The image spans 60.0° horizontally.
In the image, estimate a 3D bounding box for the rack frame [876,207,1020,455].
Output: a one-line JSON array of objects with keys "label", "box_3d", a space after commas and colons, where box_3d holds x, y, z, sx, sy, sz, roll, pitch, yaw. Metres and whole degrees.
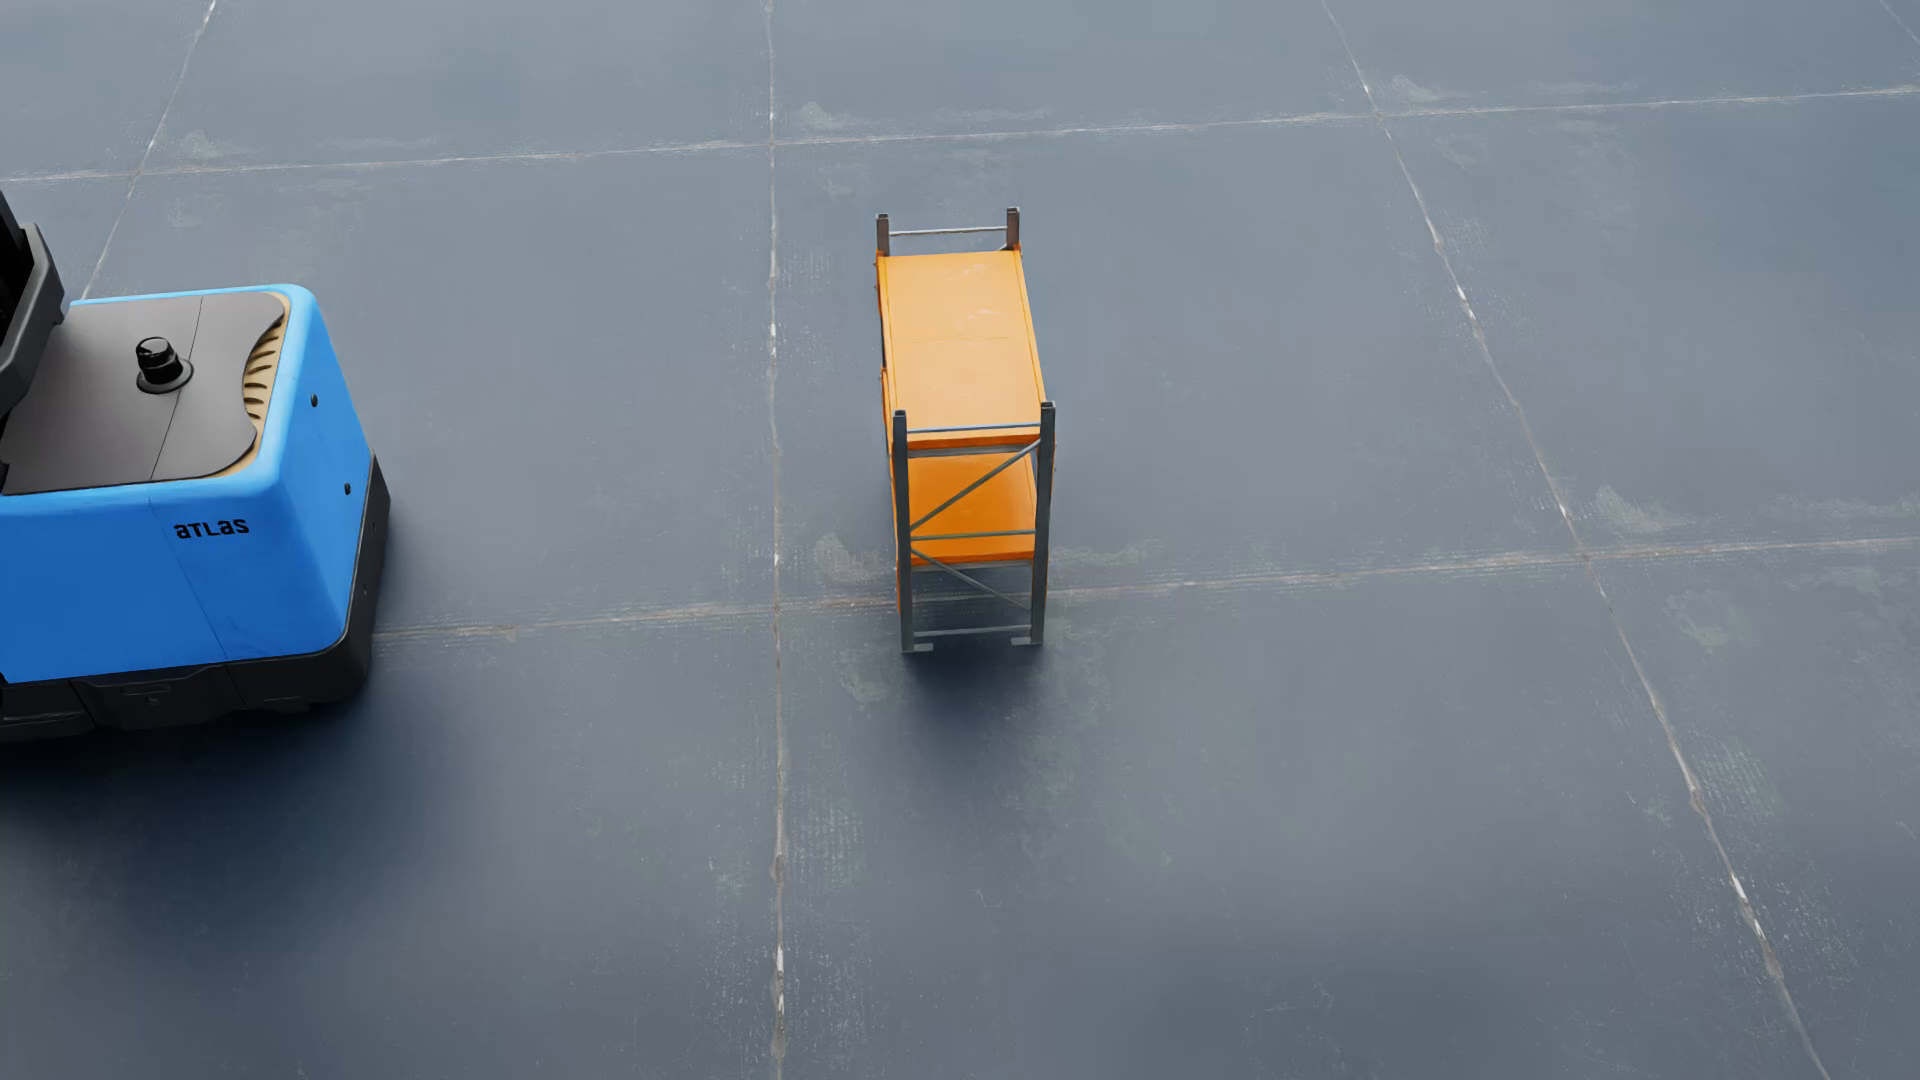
[{"label": "rack frame", "box_3d": [-0.042, -0.750, 6.185, 0.500, 1.125, 0.032, -3, 47, -3]}]

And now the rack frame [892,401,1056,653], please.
[{"label": "rack frame", "box_3d": [0.043, -0.014, 5.489, 0.500, 1.125, 0.032, -3, 47, -3]}]

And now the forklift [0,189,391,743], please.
[{"label": "forklift", "box_3d": [-3.597, -0.652, 4.849, 3.031, 2.935, 1.130, -6, 47, -5]}]

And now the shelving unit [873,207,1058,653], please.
[{"label": "shelving unit", "box_3d": [0.001, -0.382, 5.837, 0.538, 1.125, 1.048, -3, 47, -3]}]

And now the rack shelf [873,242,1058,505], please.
[{"label": "rack shelf", "box_3d": [0.001, -0.583, 5.624, 0.538, 0.278, 1.000, -3, 47, -3]}]

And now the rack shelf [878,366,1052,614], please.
[{"label": "rack shelf", "box_3d": [0.001, -0.214, 6.014, 0.538, 0.278, 1.000, -3, 47, -3]}]
